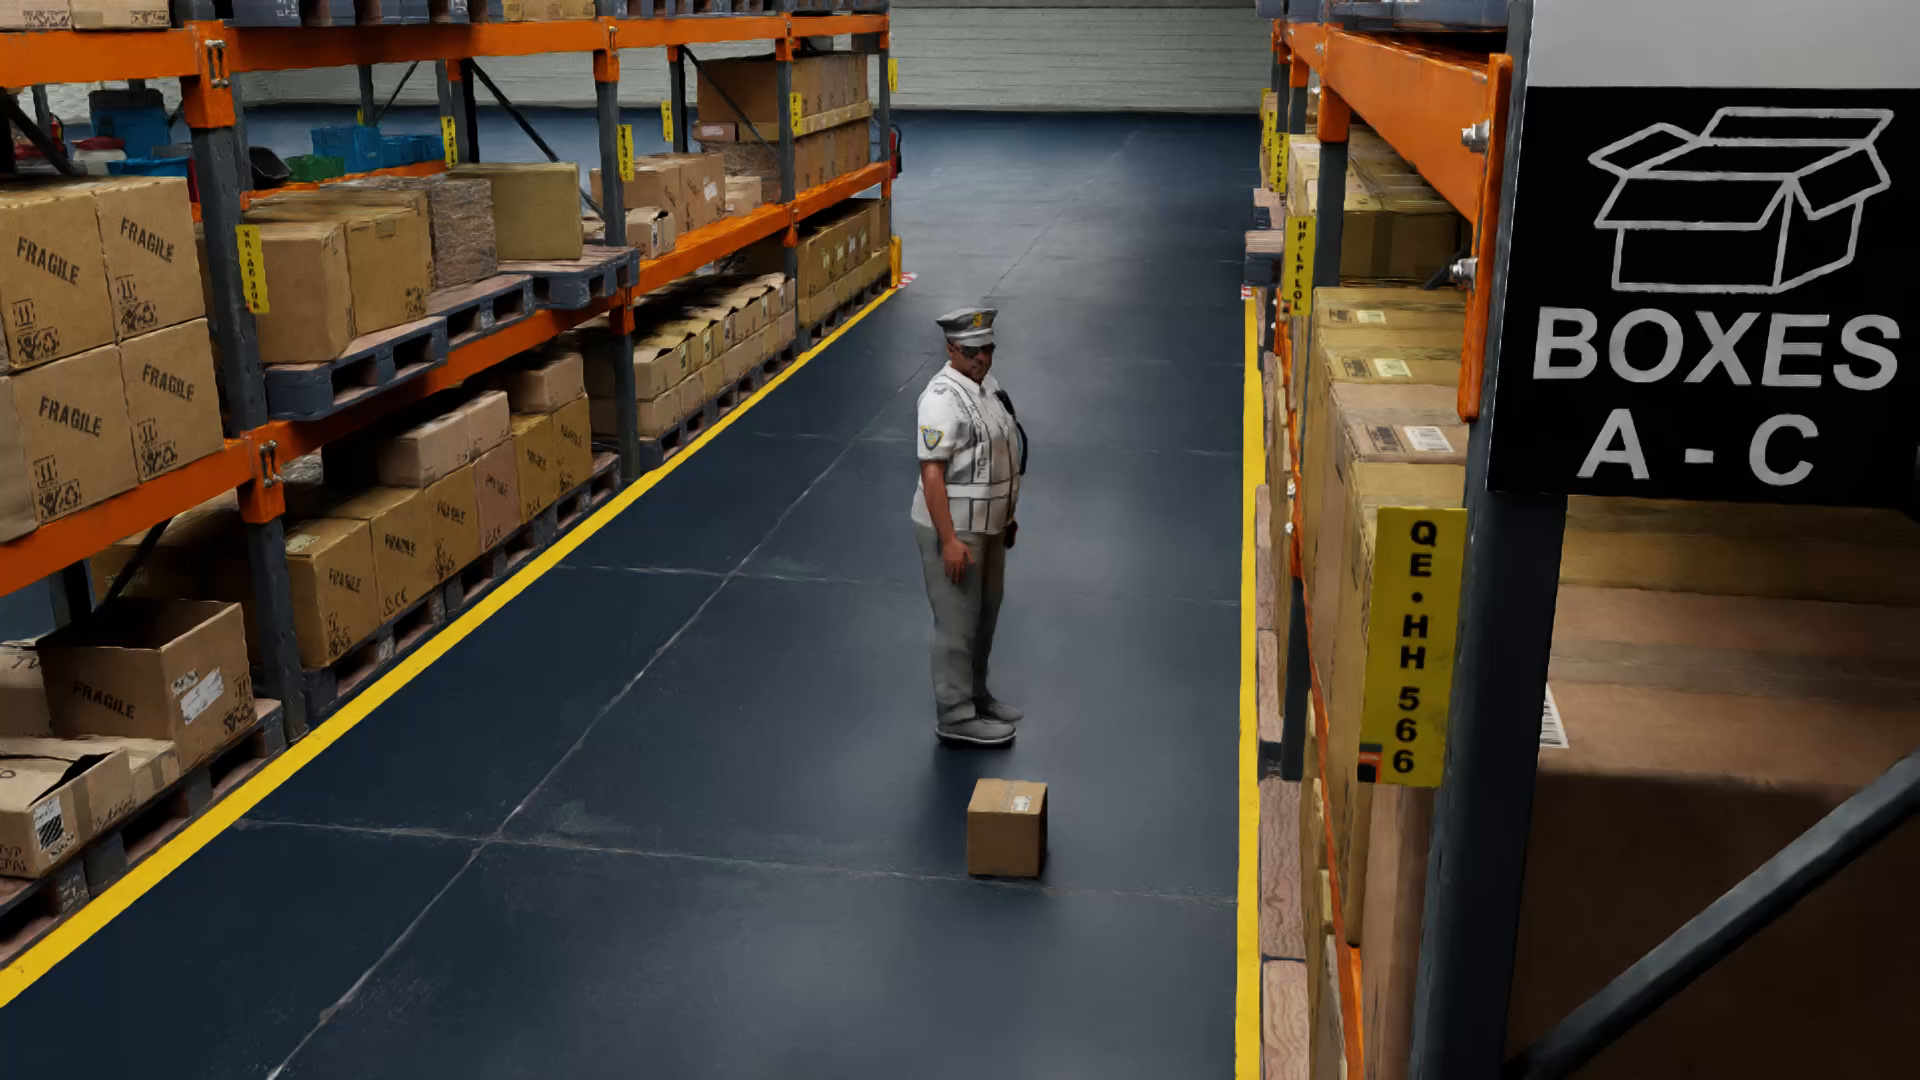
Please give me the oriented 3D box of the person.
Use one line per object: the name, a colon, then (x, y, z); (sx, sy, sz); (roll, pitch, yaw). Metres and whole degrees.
person: (0.045, -0.039, 6.657); (0.443, 1.807, 0.588); (8, 19, 24)
